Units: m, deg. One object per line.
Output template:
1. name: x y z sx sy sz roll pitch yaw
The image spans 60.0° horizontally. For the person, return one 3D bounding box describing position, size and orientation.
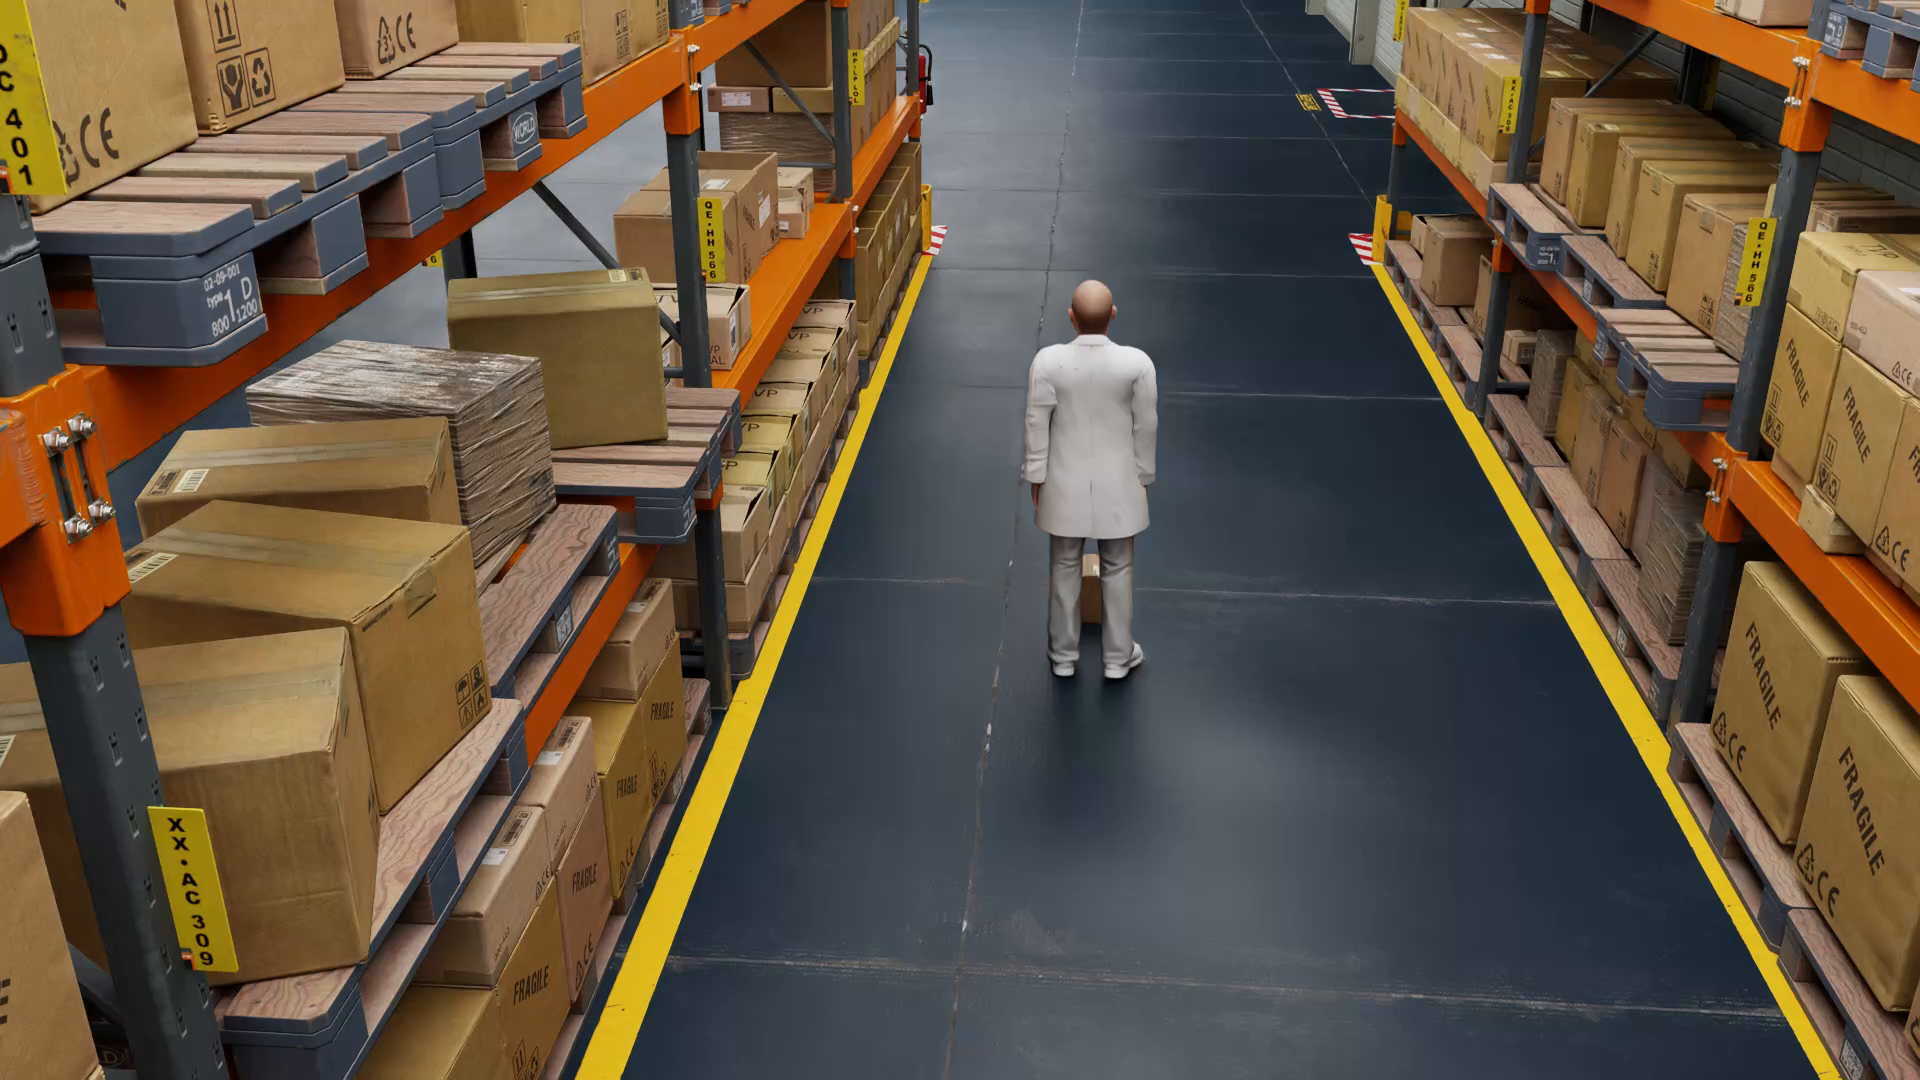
1. person: 0.557 -0.250 7.189 0.570 1.800 0.399 2 24 5
